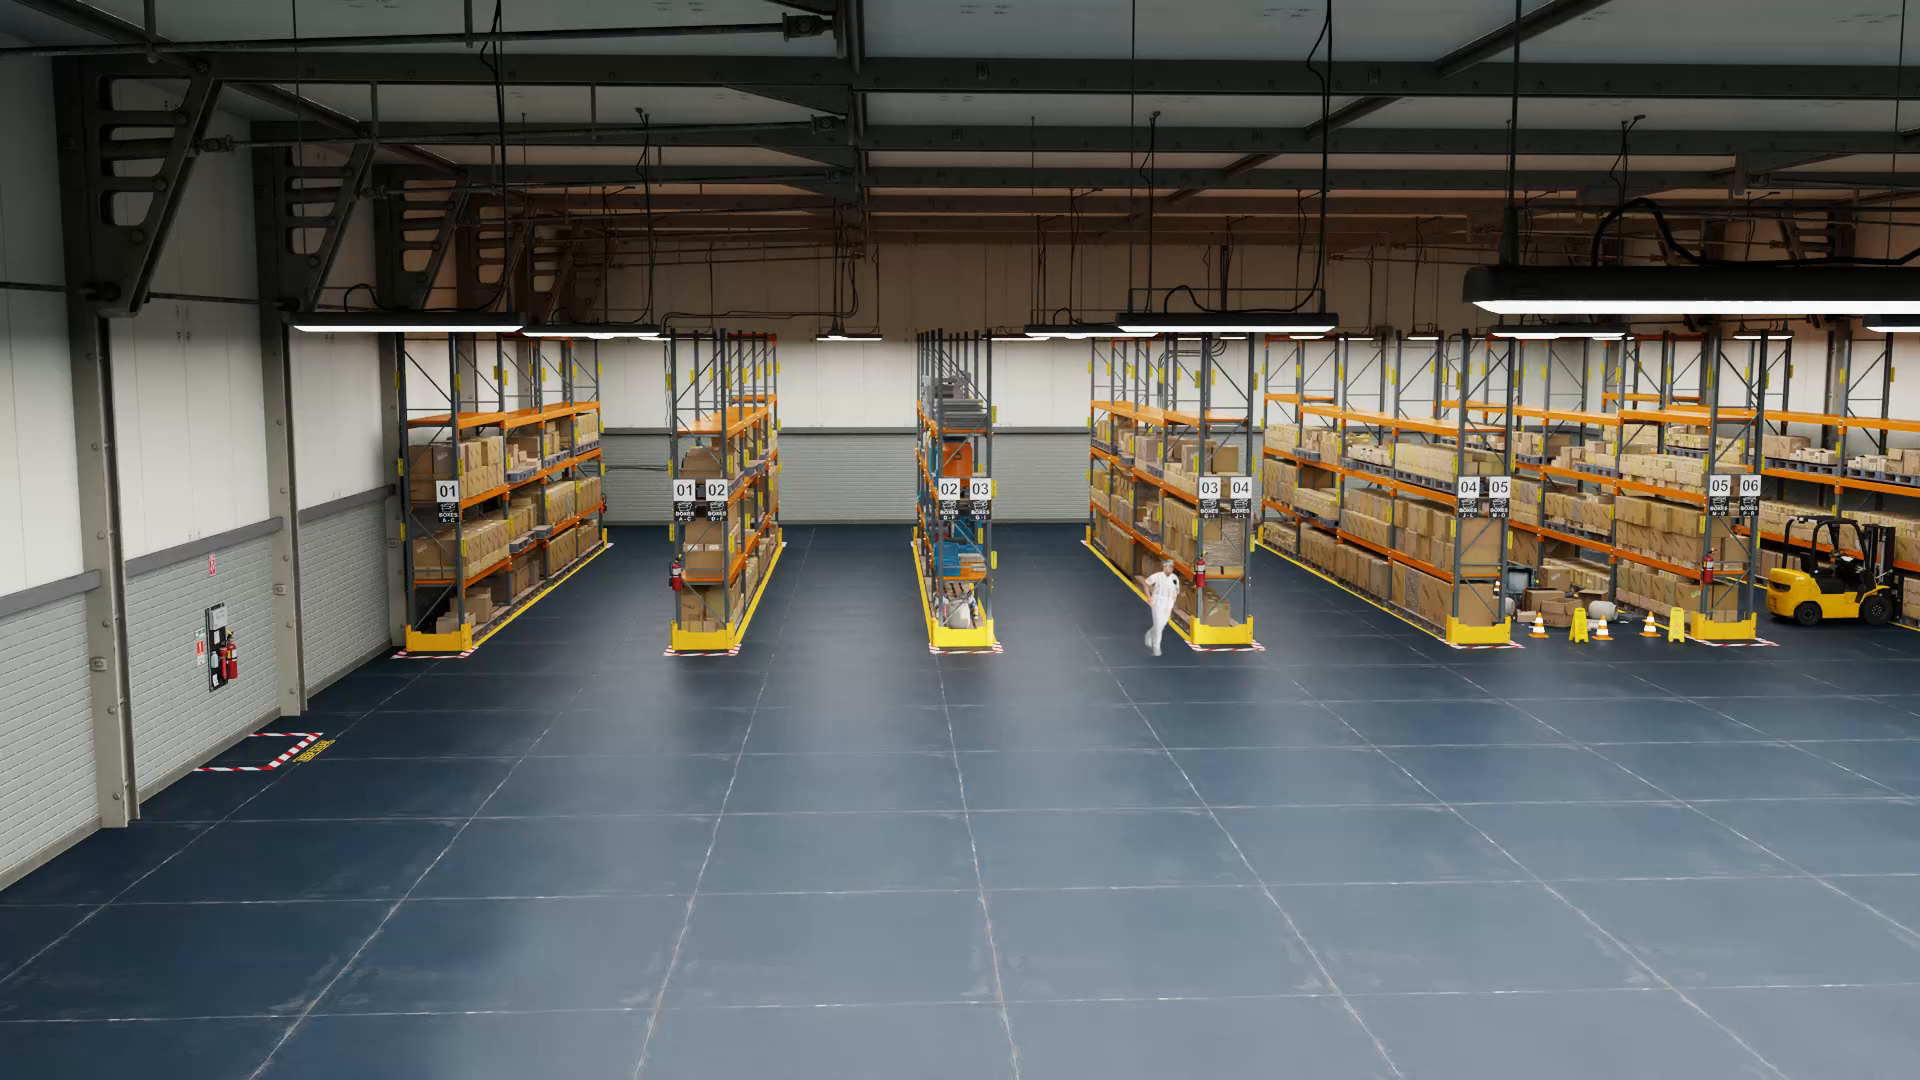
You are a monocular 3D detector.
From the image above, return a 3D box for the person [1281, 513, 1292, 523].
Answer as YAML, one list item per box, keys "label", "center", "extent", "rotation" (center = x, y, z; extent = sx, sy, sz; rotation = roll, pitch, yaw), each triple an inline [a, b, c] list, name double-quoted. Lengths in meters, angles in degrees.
- label: "person"
  center: [9.706, -0.847, 49.039]
  extent: [0.623, 1.681, 0.636]
  rotation: [4, 8, 32]

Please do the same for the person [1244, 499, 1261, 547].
- label: "person"
  center: [7.303, -0.155, 42.240]
  extent: [0.662, 1.832, 0.776]
  rotation: [-1, 7, -11]

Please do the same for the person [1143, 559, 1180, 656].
- label: "person"
  center: [3.780, 1.225, 31.015]
  extent: [0.697, 1.770, 0.897]
  rotation: [-3, 7, -22]
